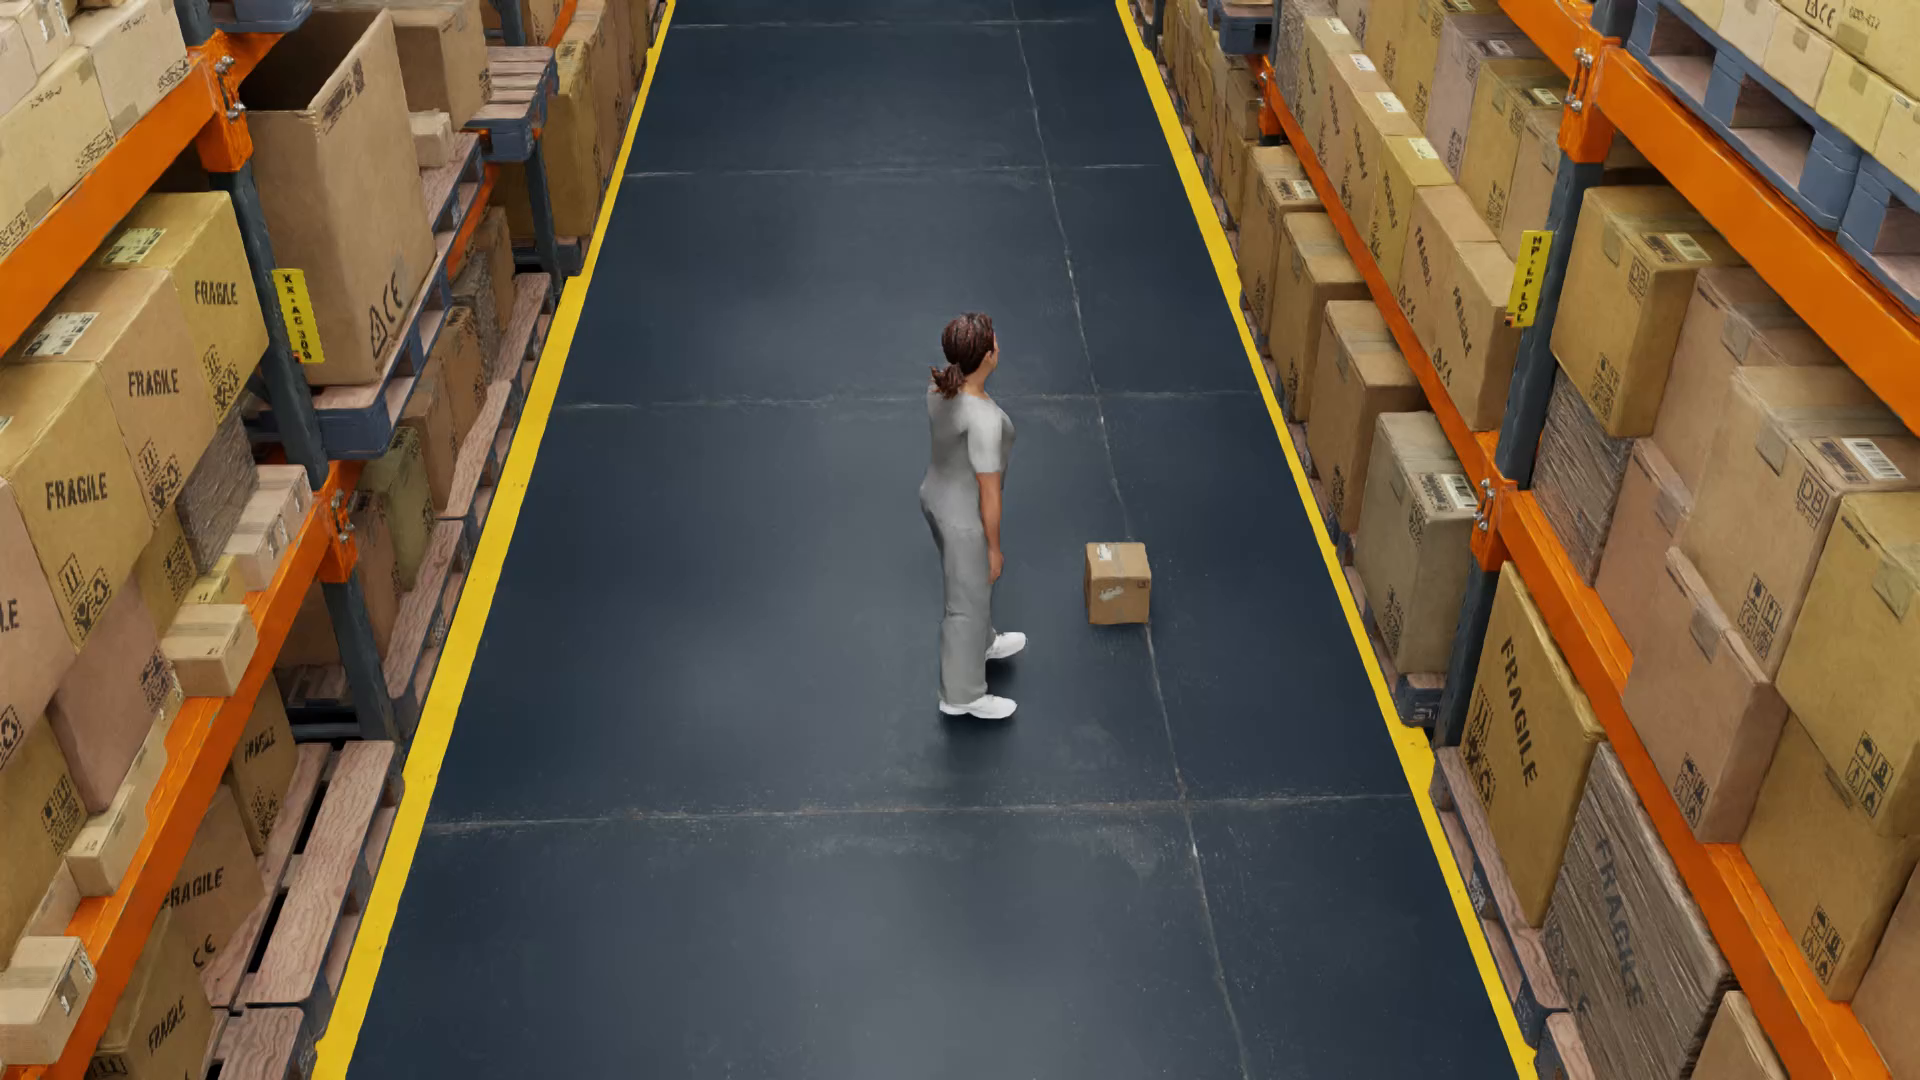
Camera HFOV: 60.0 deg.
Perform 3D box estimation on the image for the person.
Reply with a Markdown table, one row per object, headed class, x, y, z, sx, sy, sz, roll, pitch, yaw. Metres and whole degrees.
| class | x | y | z | sx | sy | sz | roll | pitch | yaw |
| --- | --- | --- | --- | --- | --- | --- | --- | --- | --- |
| person | 0.102 | -0.101 | 6.251 | 0.493 | 1.678 | 0.507 | -17 | 39 | -22 |
